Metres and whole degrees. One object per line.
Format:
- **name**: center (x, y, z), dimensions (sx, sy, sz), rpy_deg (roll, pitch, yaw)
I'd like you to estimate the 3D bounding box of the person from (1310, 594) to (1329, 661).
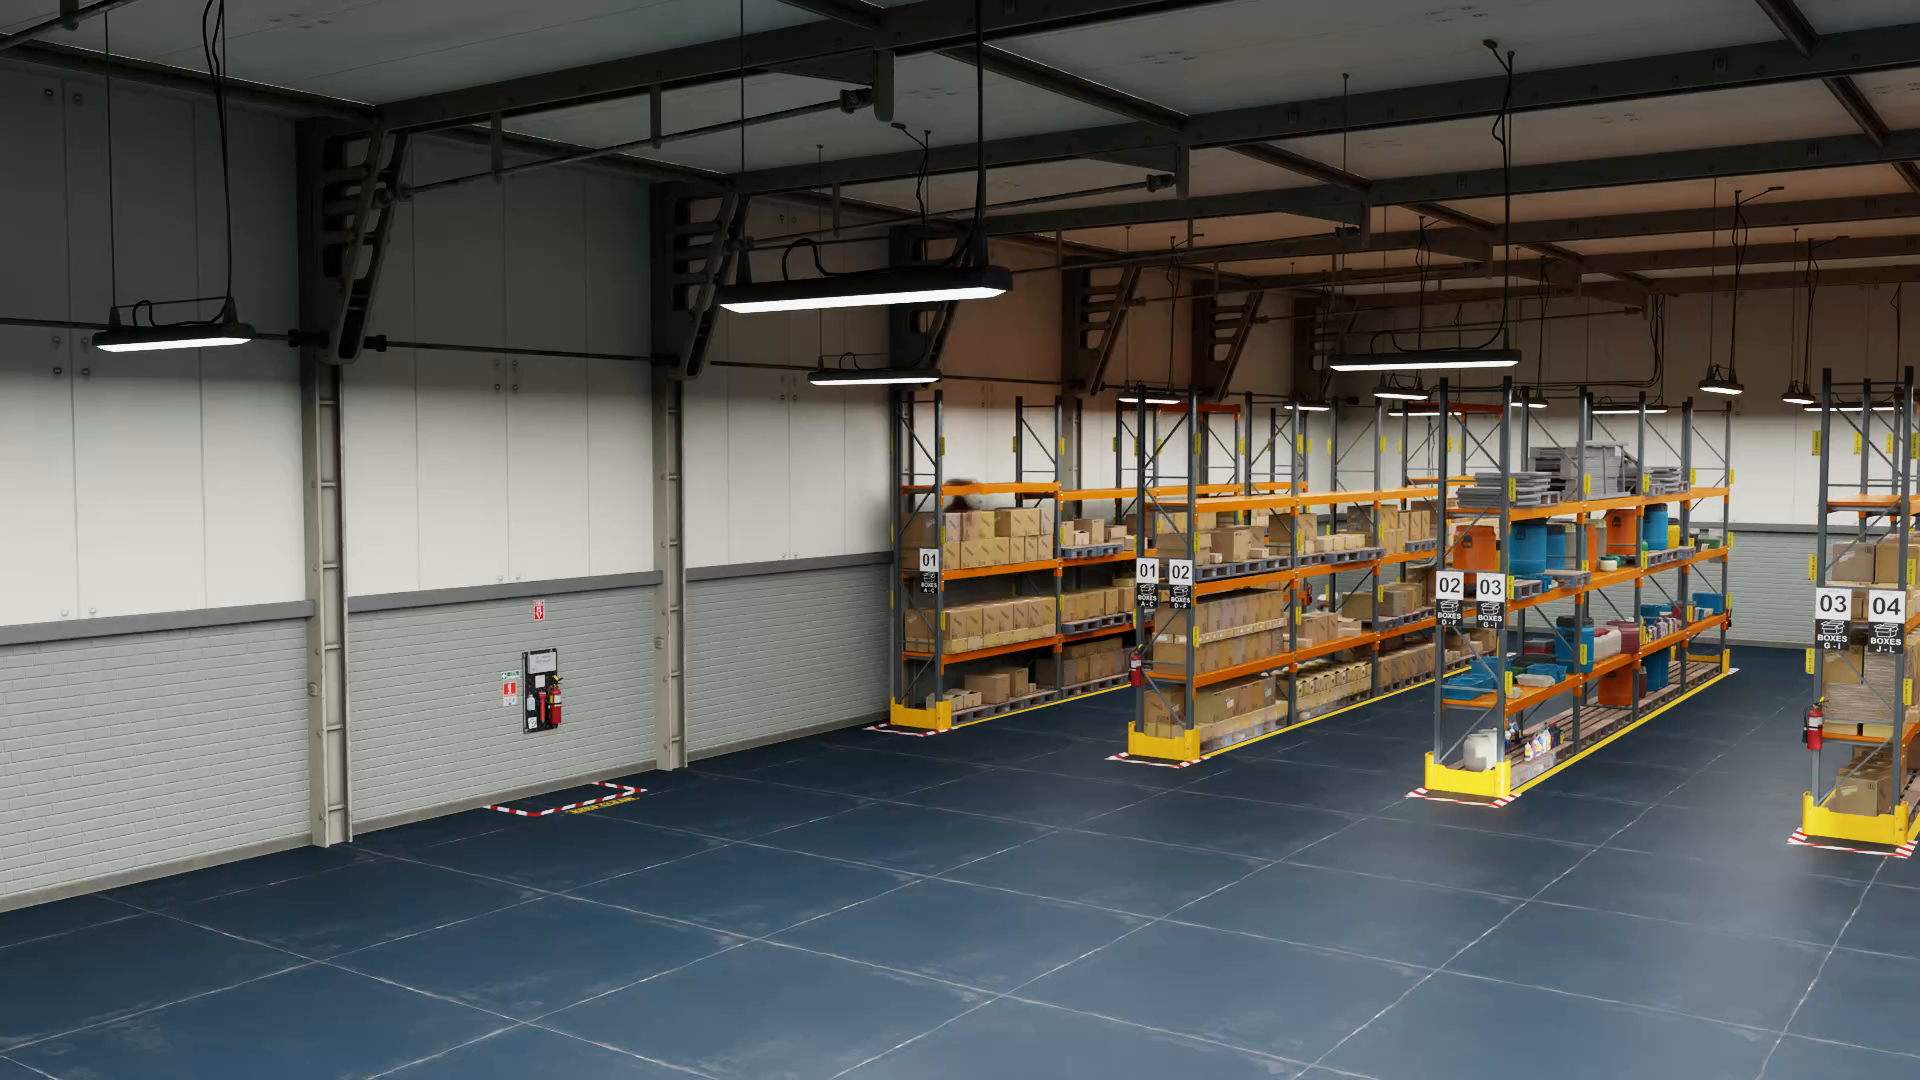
- **person**: center (7.983, 2.088, 36.709), dimensions (0.593, 1.778, 0.940), rpy_deg (2, 4, 36)
